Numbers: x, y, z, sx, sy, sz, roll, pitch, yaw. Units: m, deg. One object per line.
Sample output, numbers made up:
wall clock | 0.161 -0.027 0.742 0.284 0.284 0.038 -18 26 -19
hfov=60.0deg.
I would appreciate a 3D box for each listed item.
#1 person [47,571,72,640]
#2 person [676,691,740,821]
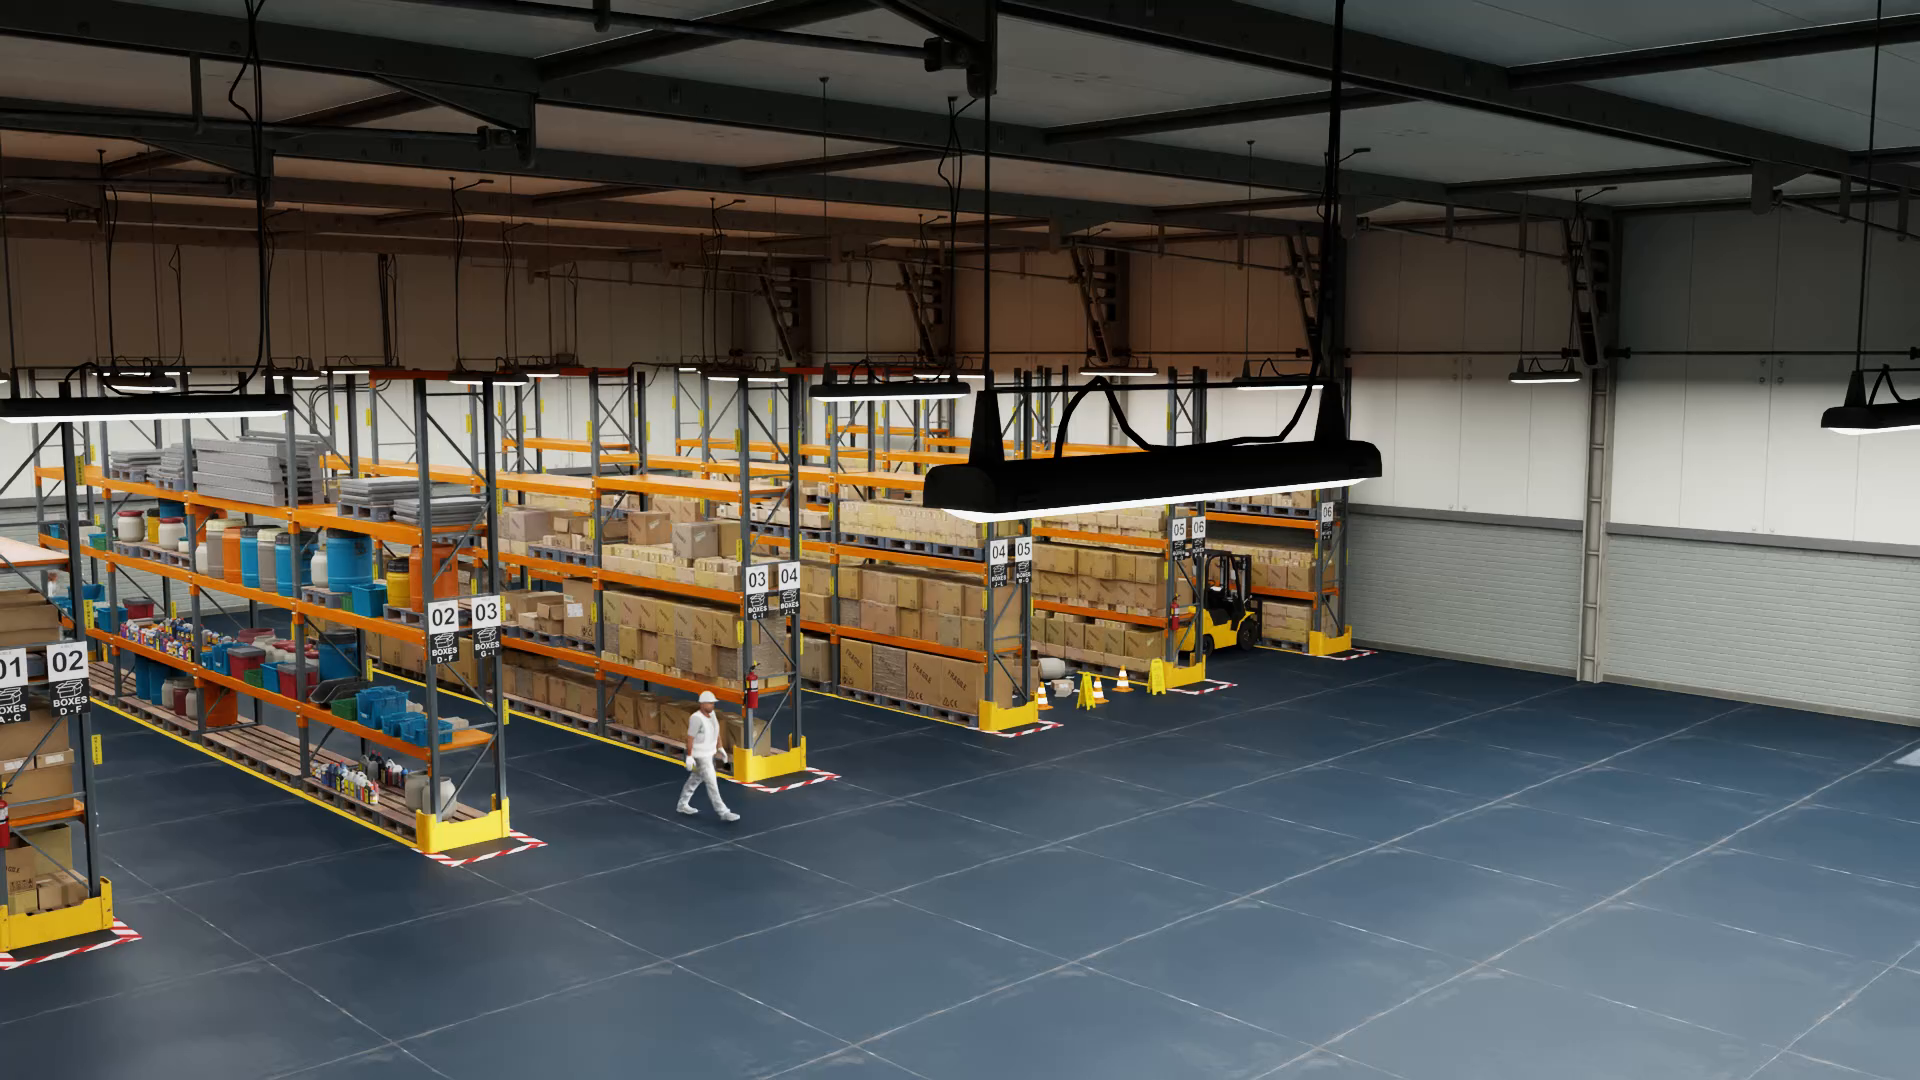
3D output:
person | -19.840 1.452 36.243 0.791 1.562 0.419 -4 7 -30
person | -3.404 2.900 22.545 1.031 1.721 0.574 2 7 13
